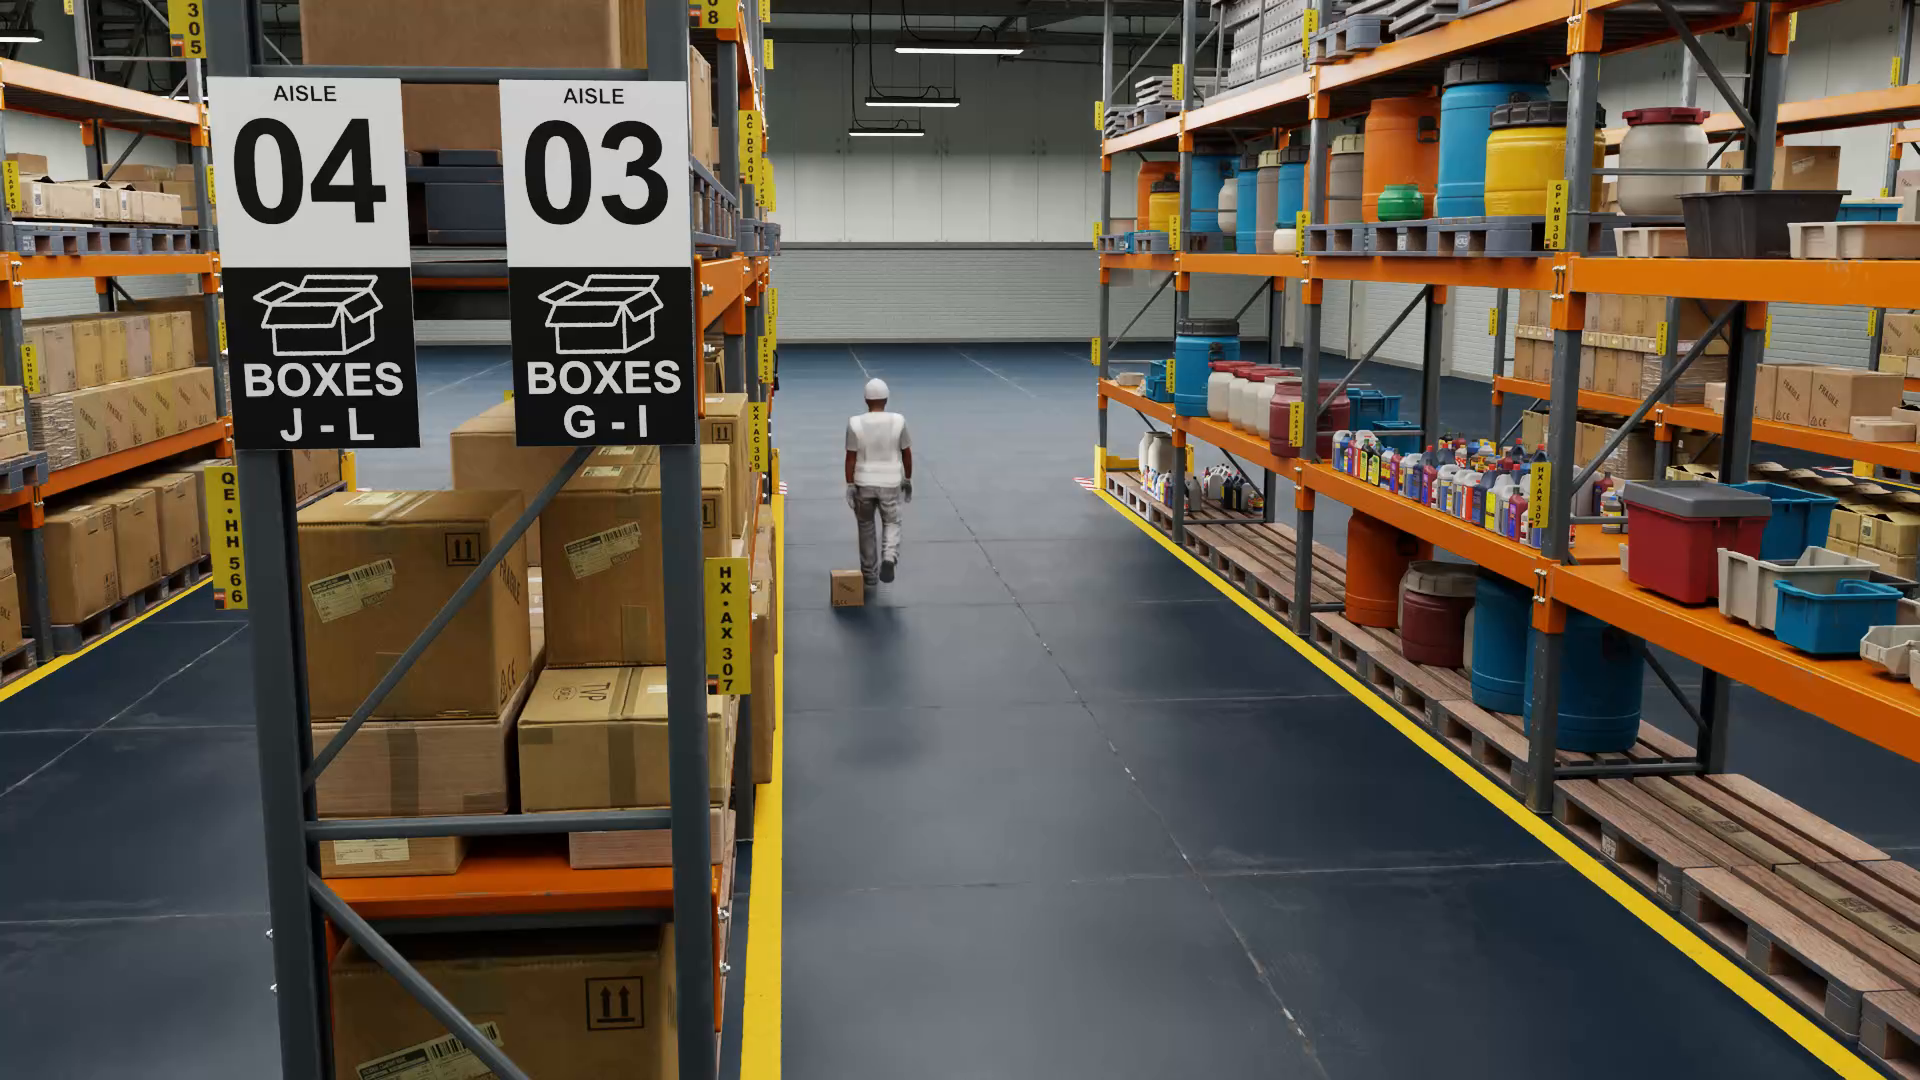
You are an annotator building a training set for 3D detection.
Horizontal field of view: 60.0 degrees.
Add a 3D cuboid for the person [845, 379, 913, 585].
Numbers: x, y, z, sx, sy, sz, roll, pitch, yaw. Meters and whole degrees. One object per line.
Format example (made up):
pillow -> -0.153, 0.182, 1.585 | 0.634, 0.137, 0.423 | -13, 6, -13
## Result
person -> -0.674, -0.471, 13.971 | 0.574, 1.764, 0.773 | -1, 10, -6
